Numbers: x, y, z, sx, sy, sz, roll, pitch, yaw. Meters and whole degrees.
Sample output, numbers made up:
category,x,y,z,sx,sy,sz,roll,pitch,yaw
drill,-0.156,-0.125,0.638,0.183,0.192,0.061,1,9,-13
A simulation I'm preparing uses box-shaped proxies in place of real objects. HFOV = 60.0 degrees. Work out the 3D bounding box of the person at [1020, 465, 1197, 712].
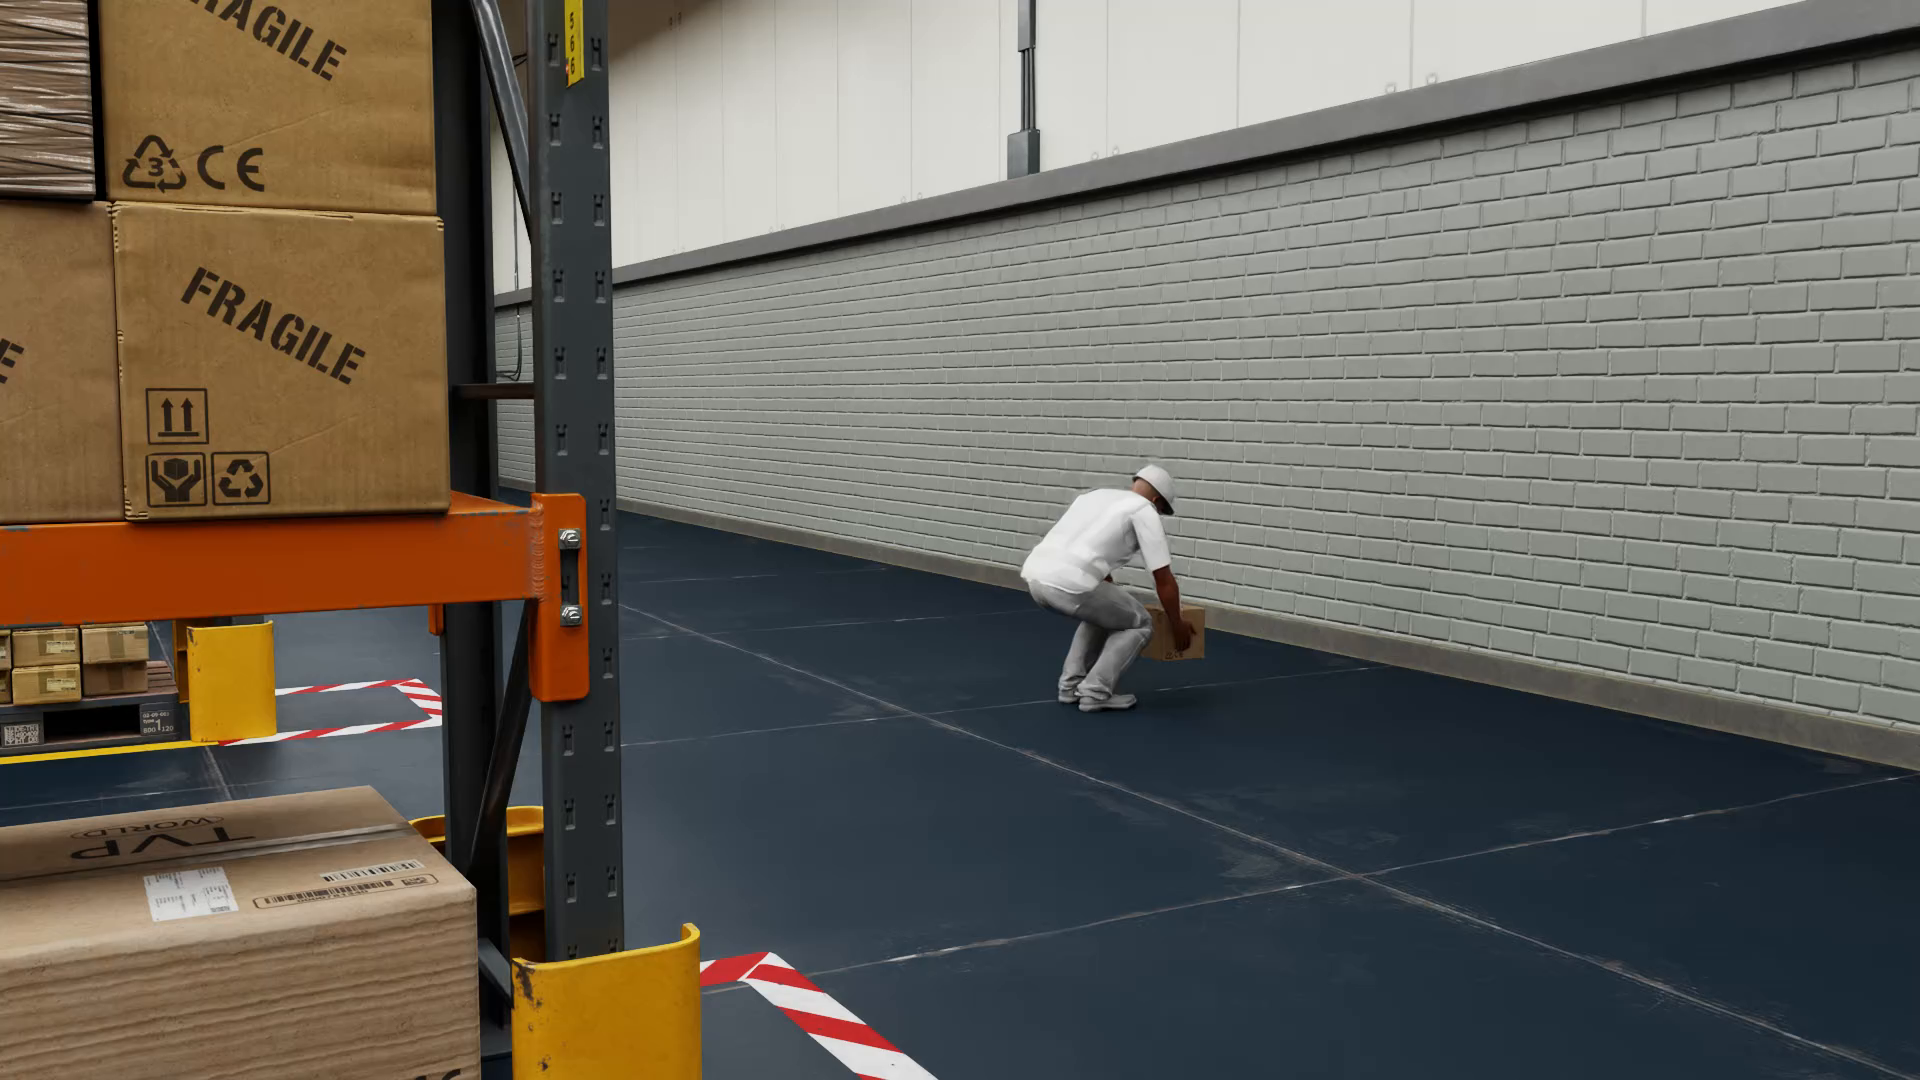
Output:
category,x,y,z,sx,sy,sz,roll,pitch,yaw
person,0.693,0.221,8.118,0.852,1.156,0.612,-3,6,-29
